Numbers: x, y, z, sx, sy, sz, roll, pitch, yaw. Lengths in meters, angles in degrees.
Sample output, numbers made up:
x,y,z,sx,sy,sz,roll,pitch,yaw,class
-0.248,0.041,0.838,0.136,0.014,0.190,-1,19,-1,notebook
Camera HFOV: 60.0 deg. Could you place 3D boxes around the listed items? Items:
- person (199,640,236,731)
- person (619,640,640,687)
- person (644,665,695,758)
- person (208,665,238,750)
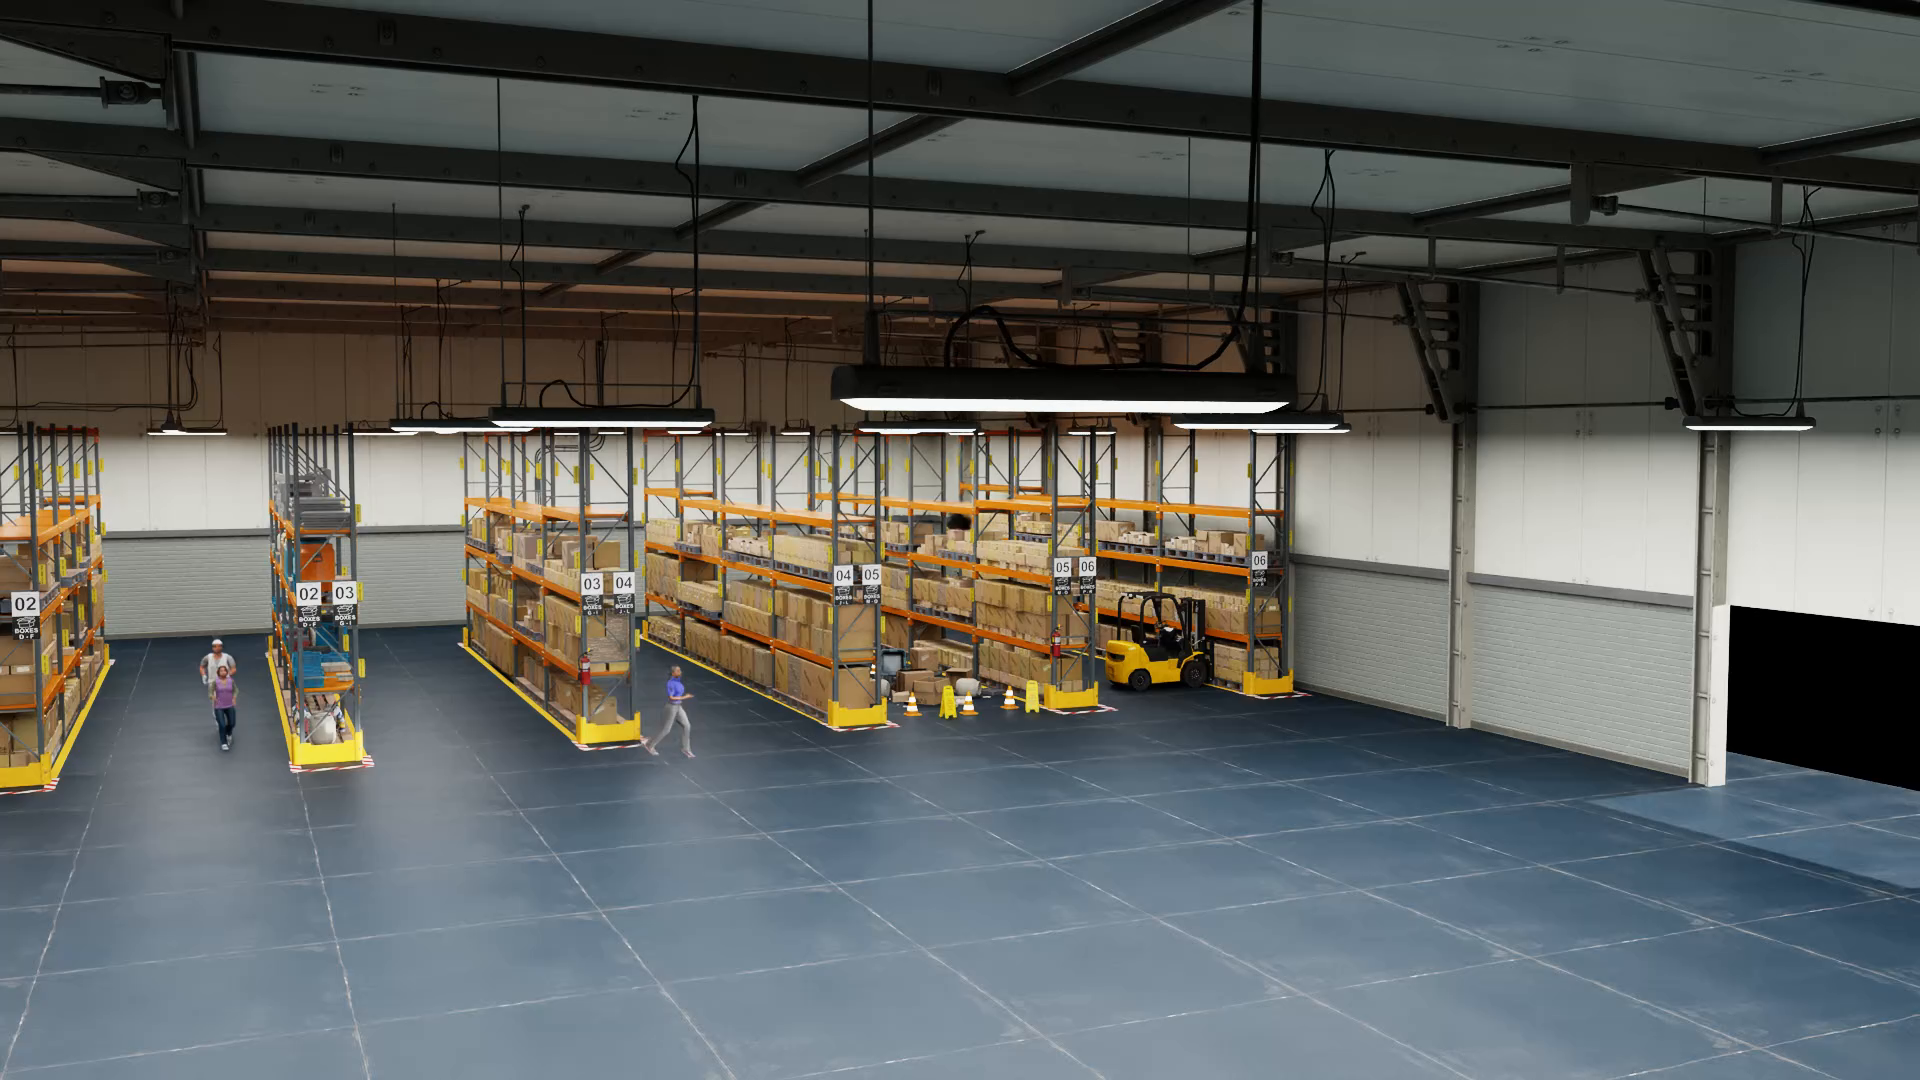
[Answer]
x,y,z,sx,sy,sz,roll,pitch,yaw,class
-14.626,2.838,32.773,0.667,1.767,0.741,-1,4,-21,person
-7.673,2.600,38.443,0.564,1.584,0.610,-2,4,-33,person
-5.189,3.079,29.812,0.895,1.699,0.588,1,4,13,person
-13.496,3.077,30.514,0.529,1.554,0.541,-2,4,-32,person
